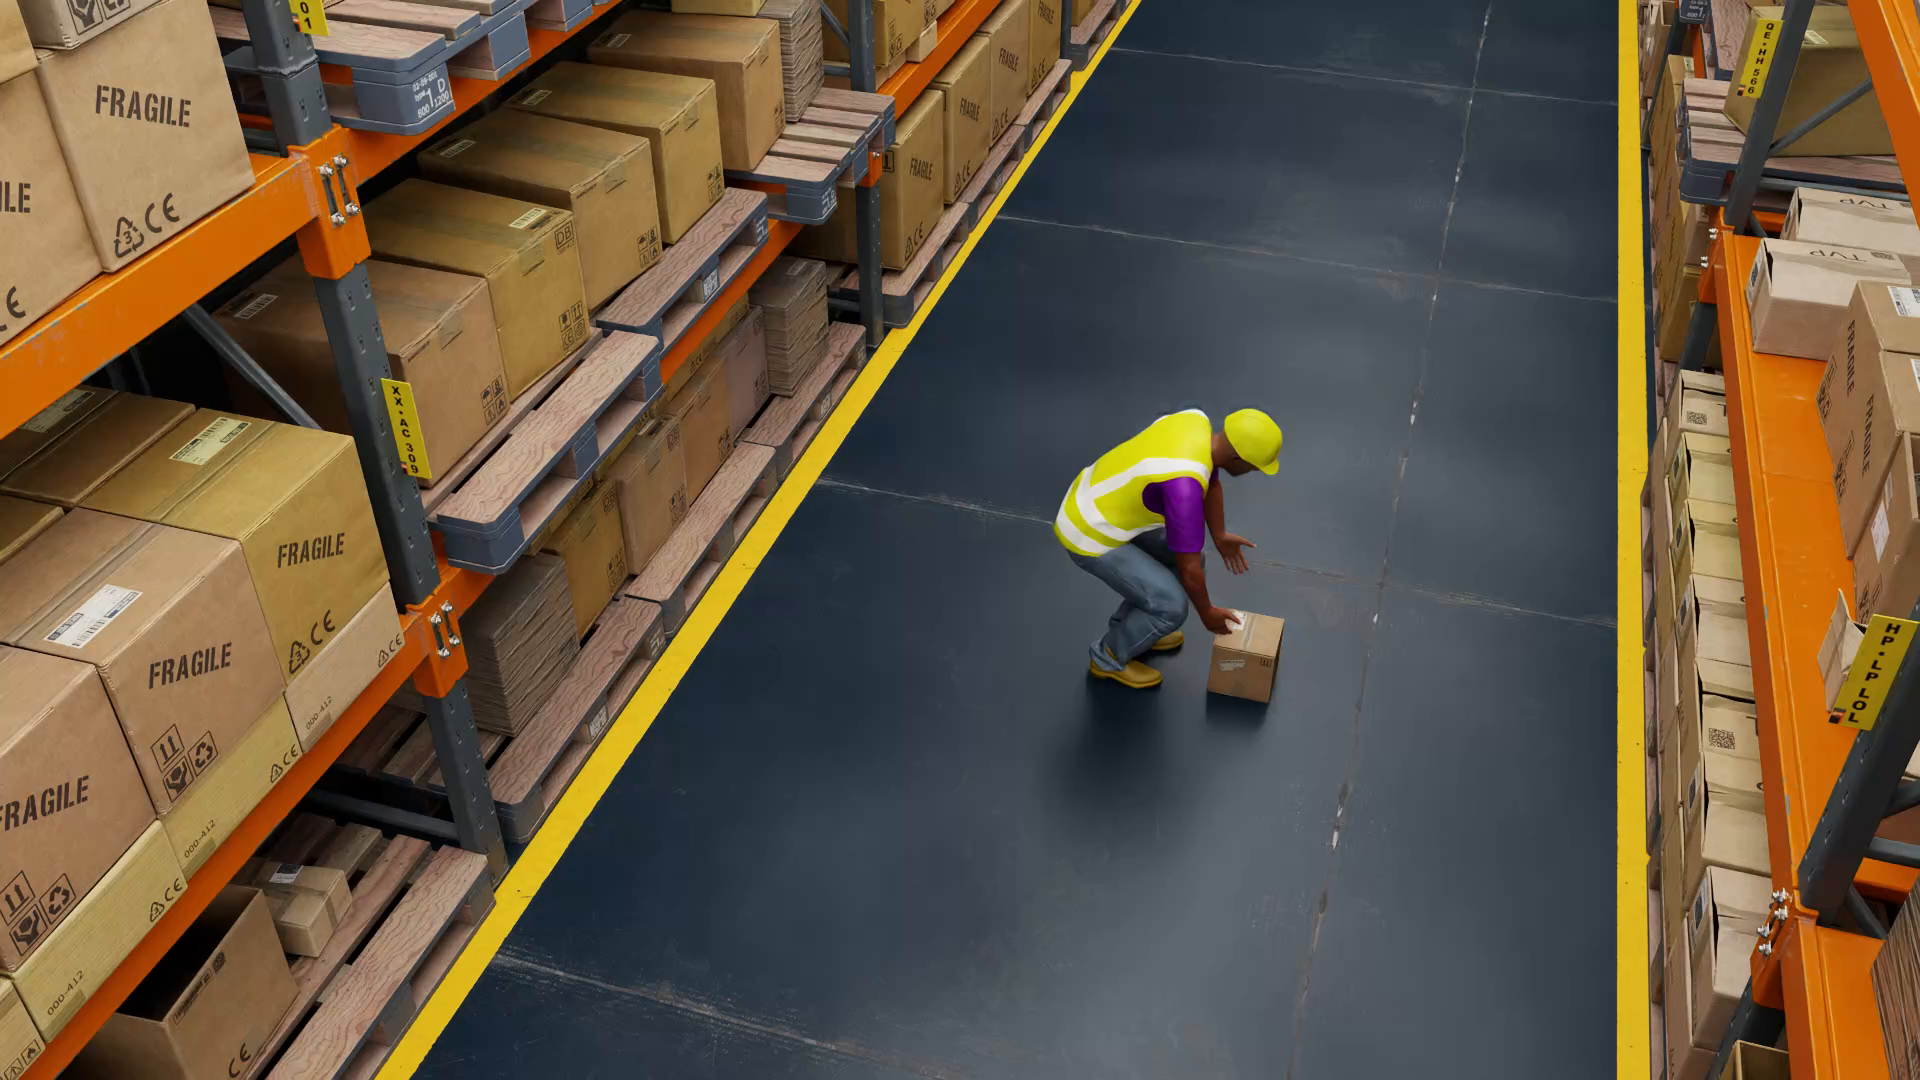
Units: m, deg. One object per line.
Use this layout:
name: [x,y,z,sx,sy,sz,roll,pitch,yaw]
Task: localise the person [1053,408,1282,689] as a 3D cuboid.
person: [0.803,-0.023,6.592,0.828,1.250,0.625,11,38,14]
